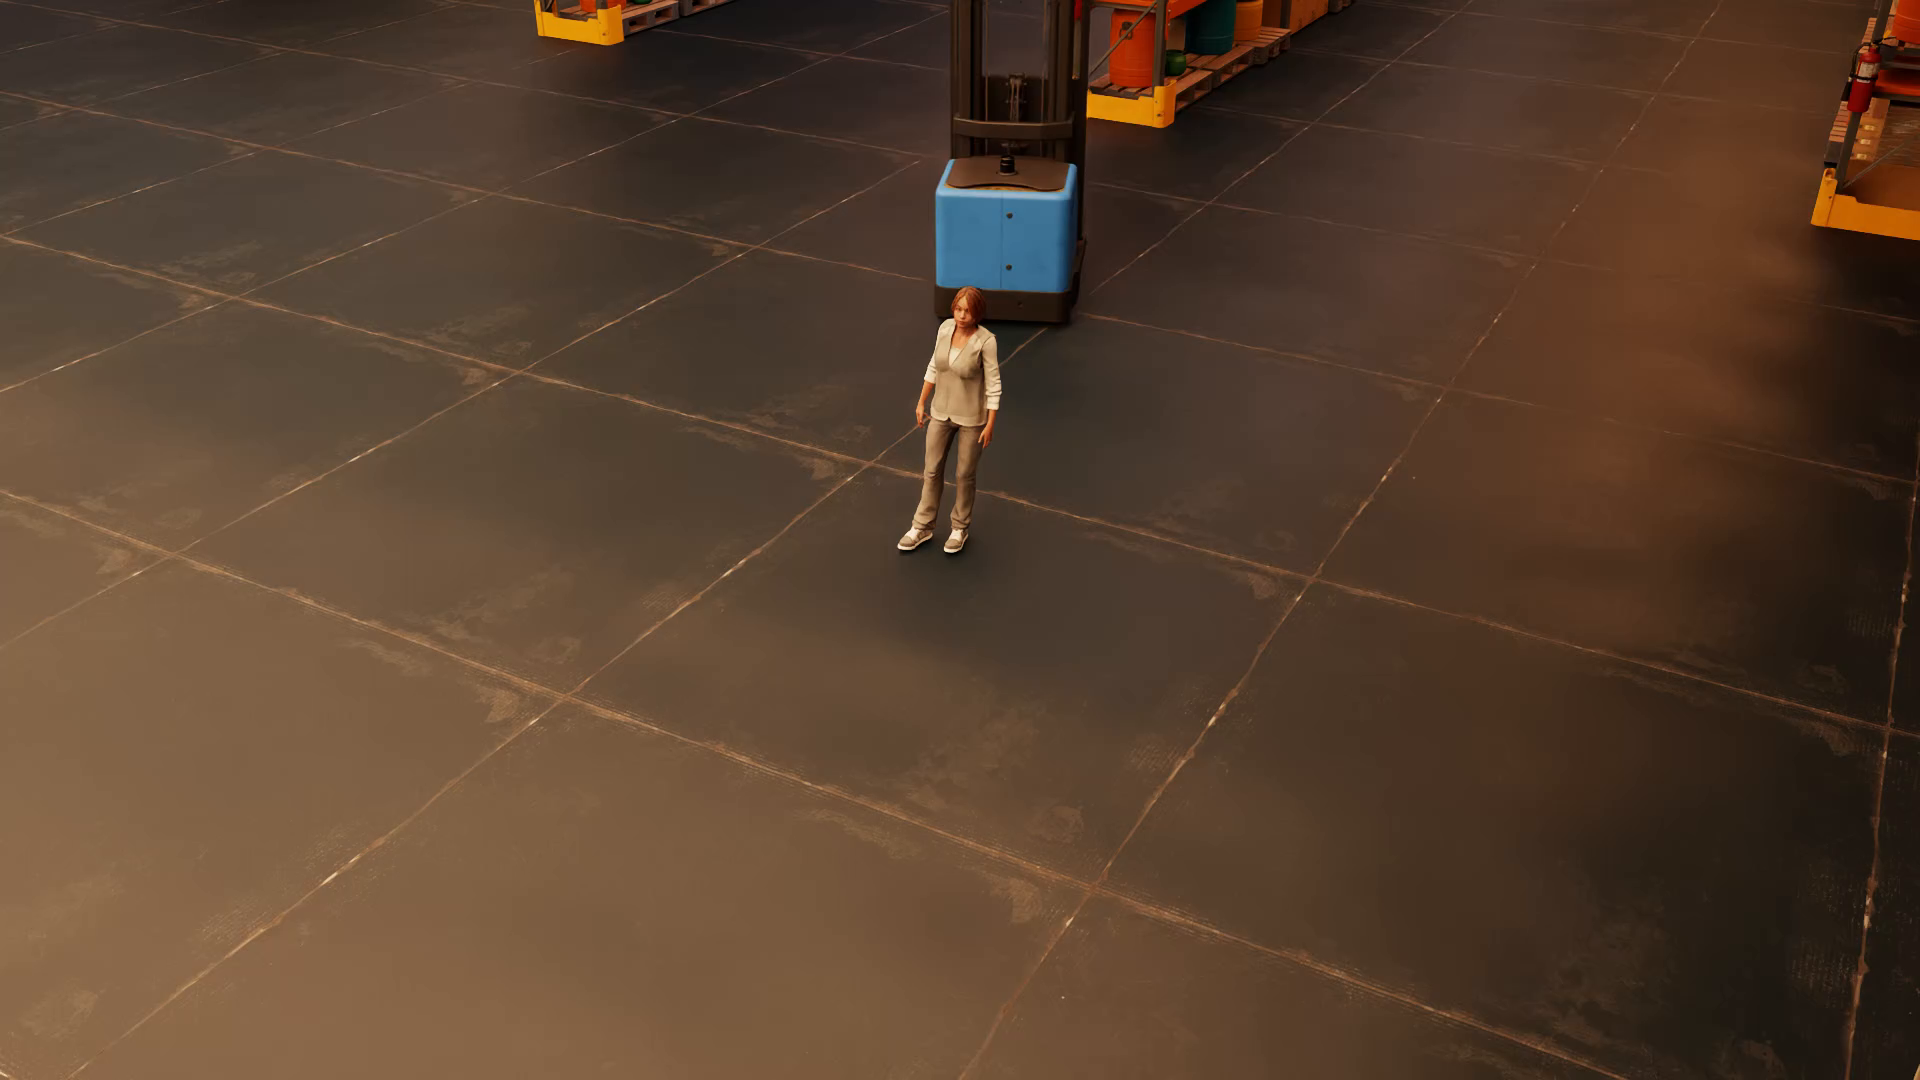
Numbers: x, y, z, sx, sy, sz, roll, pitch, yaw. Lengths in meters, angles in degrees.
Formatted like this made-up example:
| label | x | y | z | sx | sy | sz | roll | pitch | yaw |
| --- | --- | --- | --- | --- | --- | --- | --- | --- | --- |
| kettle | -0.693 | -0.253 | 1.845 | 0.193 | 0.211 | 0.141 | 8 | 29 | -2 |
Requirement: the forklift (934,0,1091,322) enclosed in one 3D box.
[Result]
| label | x | y | z | sx | sy | sz | roll | pitch | yaw |
| --- | --- | --- | --- | --- | --- | --- | --- | --- | --- |
| forklift | 0.496 | -3.652 | 13.399 | 1.130 | 2.935 | 3.031 | 4 | 30 | 6 |

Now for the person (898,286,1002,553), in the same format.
| label | x | y | z | sx | sy | sz | roll | pitch | yaw |
| --- | --- | --- | --- | --- | --- | --- | --- | --- | --- |
| person | -0.048 | -0.669 | 9.550 | 0.520 | 1.597 | 0.475 | 15 | 33 | 25 |
